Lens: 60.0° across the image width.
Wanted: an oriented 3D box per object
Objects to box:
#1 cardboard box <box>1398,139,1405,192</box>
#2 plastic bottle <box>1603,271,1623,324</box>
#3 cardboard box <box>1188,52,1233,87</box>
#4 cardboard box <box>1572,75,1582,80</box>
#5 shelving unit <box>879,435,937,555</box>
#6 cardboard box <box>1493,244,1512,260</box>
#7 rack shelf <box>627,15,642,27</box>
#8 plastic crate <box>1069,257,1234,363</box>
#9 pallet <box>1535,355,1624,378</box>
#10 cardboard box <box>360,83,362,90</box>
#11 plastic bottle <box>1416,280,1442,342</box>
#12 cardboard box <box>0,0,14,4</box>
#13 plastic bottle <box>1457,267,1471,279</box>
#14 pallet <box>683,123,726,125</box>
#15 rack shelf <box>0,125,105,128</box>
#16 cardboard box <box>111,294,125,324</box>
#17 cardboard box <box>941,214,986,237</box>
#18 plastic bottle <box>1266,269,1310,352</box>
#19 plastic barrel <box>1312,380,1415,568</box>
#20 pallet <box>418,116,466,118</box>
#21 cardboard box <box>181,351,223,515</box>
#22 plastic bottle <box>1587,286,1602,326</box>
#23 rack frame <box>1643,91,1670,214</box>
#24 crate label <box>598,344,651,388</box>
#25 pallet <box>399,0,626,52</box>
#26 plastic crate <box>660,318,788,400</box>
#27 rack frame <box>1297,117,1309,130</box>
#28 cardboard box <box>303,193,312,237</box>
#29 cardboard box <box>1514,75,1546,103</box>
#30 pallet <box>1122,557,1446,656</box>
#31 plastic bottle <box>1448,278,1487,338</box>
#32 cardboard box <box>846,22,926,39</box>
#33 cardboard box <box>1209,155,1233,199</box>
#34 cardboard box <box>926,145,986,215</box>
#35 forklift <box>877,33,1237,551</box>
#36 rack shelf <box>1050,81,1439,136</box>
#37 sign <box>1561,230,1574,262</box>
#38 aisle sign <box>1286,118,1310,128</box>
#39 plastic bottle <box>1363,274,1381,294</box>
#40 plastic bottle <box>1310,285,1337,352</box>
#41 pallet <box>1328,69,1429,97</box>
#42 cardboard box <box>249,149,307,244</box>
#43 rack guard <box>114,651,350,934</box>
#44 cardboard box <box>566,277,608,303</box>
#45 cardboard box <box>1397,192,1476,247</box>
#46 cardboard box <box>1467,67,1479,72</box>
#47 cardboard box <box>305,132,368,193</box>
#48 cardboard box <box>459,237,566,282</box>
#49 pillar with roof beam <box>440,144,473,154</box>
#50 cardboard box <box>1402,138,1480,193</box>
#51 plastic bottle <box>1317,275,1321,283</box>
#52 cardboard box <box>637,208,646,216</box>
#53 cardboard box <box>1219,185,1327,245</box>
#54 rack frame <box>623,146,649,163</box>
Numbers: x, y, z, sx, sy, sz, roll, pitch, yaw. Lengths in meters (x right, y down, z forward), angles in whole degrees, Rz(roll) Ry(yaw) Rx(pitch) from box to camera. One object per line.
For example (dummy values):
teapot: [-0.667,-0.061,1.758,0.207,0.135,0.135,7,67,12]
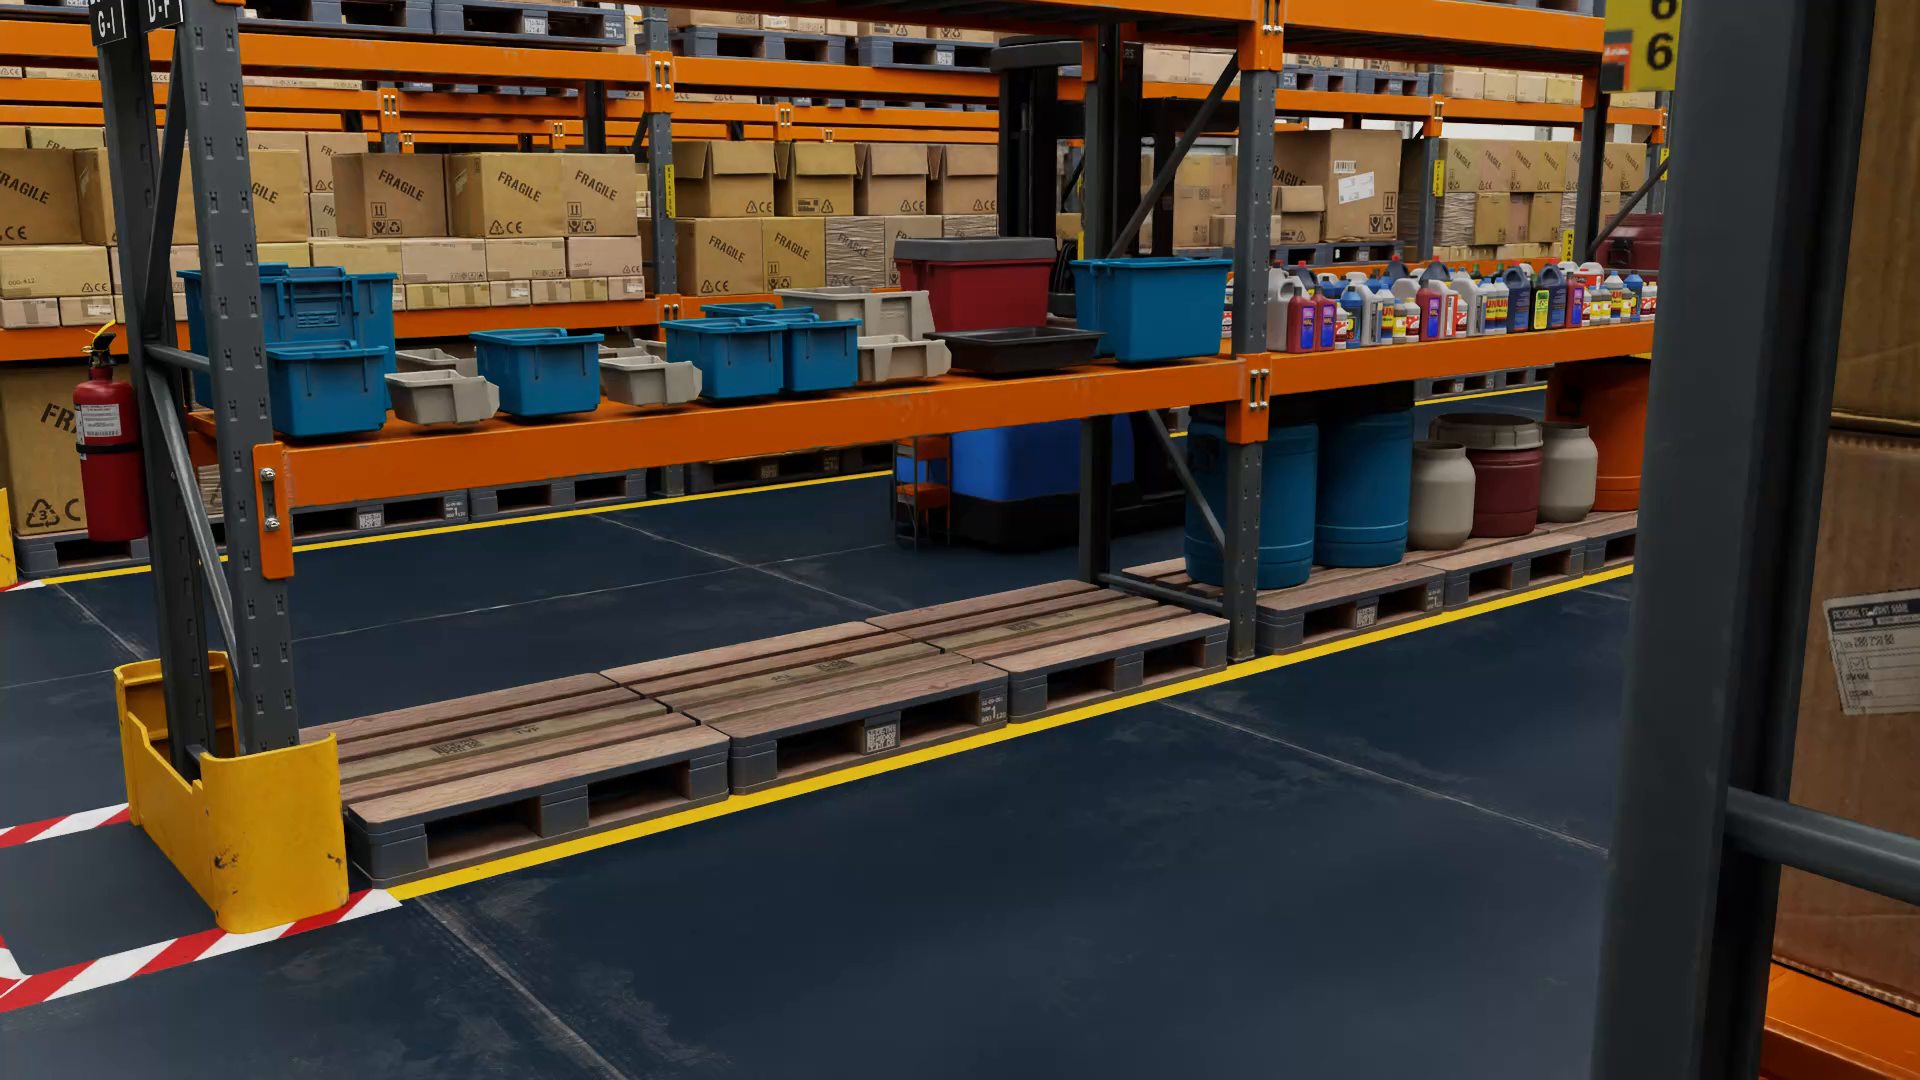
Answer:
cardboard box: [4.249,-3.652,16.243,0.500,0.500,0.500,-9,15,-38]
plastic bottle: [3.405,-1.266,8.680,0.097,0.271,0.097,0,12,0]
cardboard box: [1.873,-3.827,13.569,0.500,0.250,0.500,-9,15,-36]
cardboard box: [6.151,-4.719,16.812,0.250,0.149,0.380,-10,16,-40]
shelving unit: [-0.291,-0.462,9.277,0.252,1.050,0.215,-10,16,-40]
cardboard box: [5.217,-2.849,16.429,0.250,0.149,0.380,-9,15,-38]
rack shelf: [-3.683,-6.601,21.744,4.000,0.370,1.077,-9,15,-38]
plastic crate: [0.765,-0.930,6.681,0.575,0.384,0.392,-9,15,-38]
pallet: [6.477,-1.911,18.121,1.213,0.211,1.003,-9,15,-38]
cardboard box: [-6.723,-5.222,19.092,0.258,0.266,0.396,-8,14,-33]
plastic bottle: [2.163,-1.061,7.684,0.133,0.283,0.061,-9,15,-38]
cardboard box: [-7.267,-4.050,12.455,0.250,0.149,0.380,-9,15,-37]
plastic bottle: [2.747,-1.359,9.116,0.097,0.271,0.097,0,12,0]
pallet: [-3.478,-5.651,22.248,1.003,0.211,1.213,-9,15,-38]
rack shelf: [-13.034,-5.095,20.914,4.000,0.370,1.077,-9,15,-38]
cardboard box: [-4.418,-1.245,8.876,0.250,0.149,0.380,-10,16,-39]
cardboard box: [-0.081,-2.160,12.337,0.500,0.500,0.500,-10,16,-39]
plastic bottle: [1.426,-0.999,7.228,0.185,0.351,0.144,-9,15,-38]
plastic barrel: [1.905,-0.363,8.158,0.708,0.901,0.600,-9,15,-38]
pallet: [-6.586,-5.091,19.617,1.213,0.211,1.003,-9,15,-35]
cardboard box: [-4.140,-0.689,9.755,0.875,0.875,0.875,-9,15,-38]
plastic bottle: [3.253,-1.207,8.569,0.097,0.201,0.097,0,12,0]
rack frame: [7.193,-3.385,18.347,0.127,3.000,1.000,-9,15,-38]
crate label: [-1.245,-0.616,5.799,0.243,0.136,0.396,-9,15,-38]
pallet: [-2.823,-3.147,10.220,1.213,0.211,1.003,-9,15,-38]
plastic crate: [-0.780,-0.602,5.502,0.300,0.233,0.416,-9,15,-38]
rack frame: [4.173,-4.202,22.198,0.127,3.000,1.000,-9,15,-38]
cardboard box: [-5.804,-2.664,13.996,0.500,0.500,0.500,-10,16,-39]
cardboard box: [5.386,-4.409,16.309,0.500,0.250,0.500,-10,16,-40]
pallet: [1.545,0.246,7.960,1.213,0.211,1.003,-9,15,-38]
plastic bottle: [2.420,-1.112,7.943,0.135,0.276,0.152,-9,15,-38]
cardboard box: [-0.636,-3.801,11.828,0.637,0.503,0.797,-10,15,-38]
cardboard box: [2.965,-4.625,21.228,0.550,0.550,0.875,-9,15,-38]
cardboard box: [-0.145,-2.710,12.514,0.637,0.503,0.797,-9,15,-36]
forklift: [0.955,-1.605,10.132,3.031,2.935,1.130,-10,16,-40]
rack shelf: [2.508,-3.722,14.444,4.000,0.370,1.077,-9,15,-38]
sign: [3.691,-1.711,10.074,0.005,0.325,0.100,-9,15,-38]
aisle sign: [4.416,-5.435,21.742,0.004,0.787,0.394,-9,15,-38]
plastic bottle: [2.080,-1.208,8.404,0.097,0.271,0.097,0,12,0]
plastic bottle: [1.574,-0.963,7.223,0.133,0.283,0.061,-9,15,-38]
pallet: [3.521,-4.178,15.315,1.003,0.211,1.213,-9,15,-38]
cardboard box: [-3.966,-1.899,9.191,0.500,0.500,0.500,-10,16,-39]
rack guard: [-2.217,0.723,5.022,0.348,0.500,1.175,-9,15,-38]
cardboard box: [-2.412,-1.579,10.446,0.250,0.149,0.380,-9,15,-37]
cardboard box: [4.460,-3.109,16.089,0.500,0.500,0.875,-9,15,-38]
cardboard box: [4.681,-4.492,15.744,0.250,0.149,0.380,-10,16,-40]
cardboard box: [-5.395,-3.224,14.226,0.500,0.500,0.500,-10,16,-40]
cardboard box: [-2.761,-1.732,10.211,0.500,0.250,0.500,-9,15,-36]
pillar with roof beam: [-5.204,-7.310,22.391,0.400,9.000,9.100,-9,15,-38]
cardboard box: [4.580,-3.566,15.839,0.500,0.500,0.500,-9,15,-38]
plastic bottle: [1.702,-1.180,8.263,0.135,0.276,0.152,-9,15,-38]
cardboard box: [-3.181,-3.087,15.821,0.250,0.149,0.380,-9,15,-36]
cardboard box: [2.774,-2.882,14.719,0.637,0.503,0.797,-8,14,-32]
rack frame: [-5.225,-5.278,27.262,0.127,3.000,1.000,-9,15,-38]
